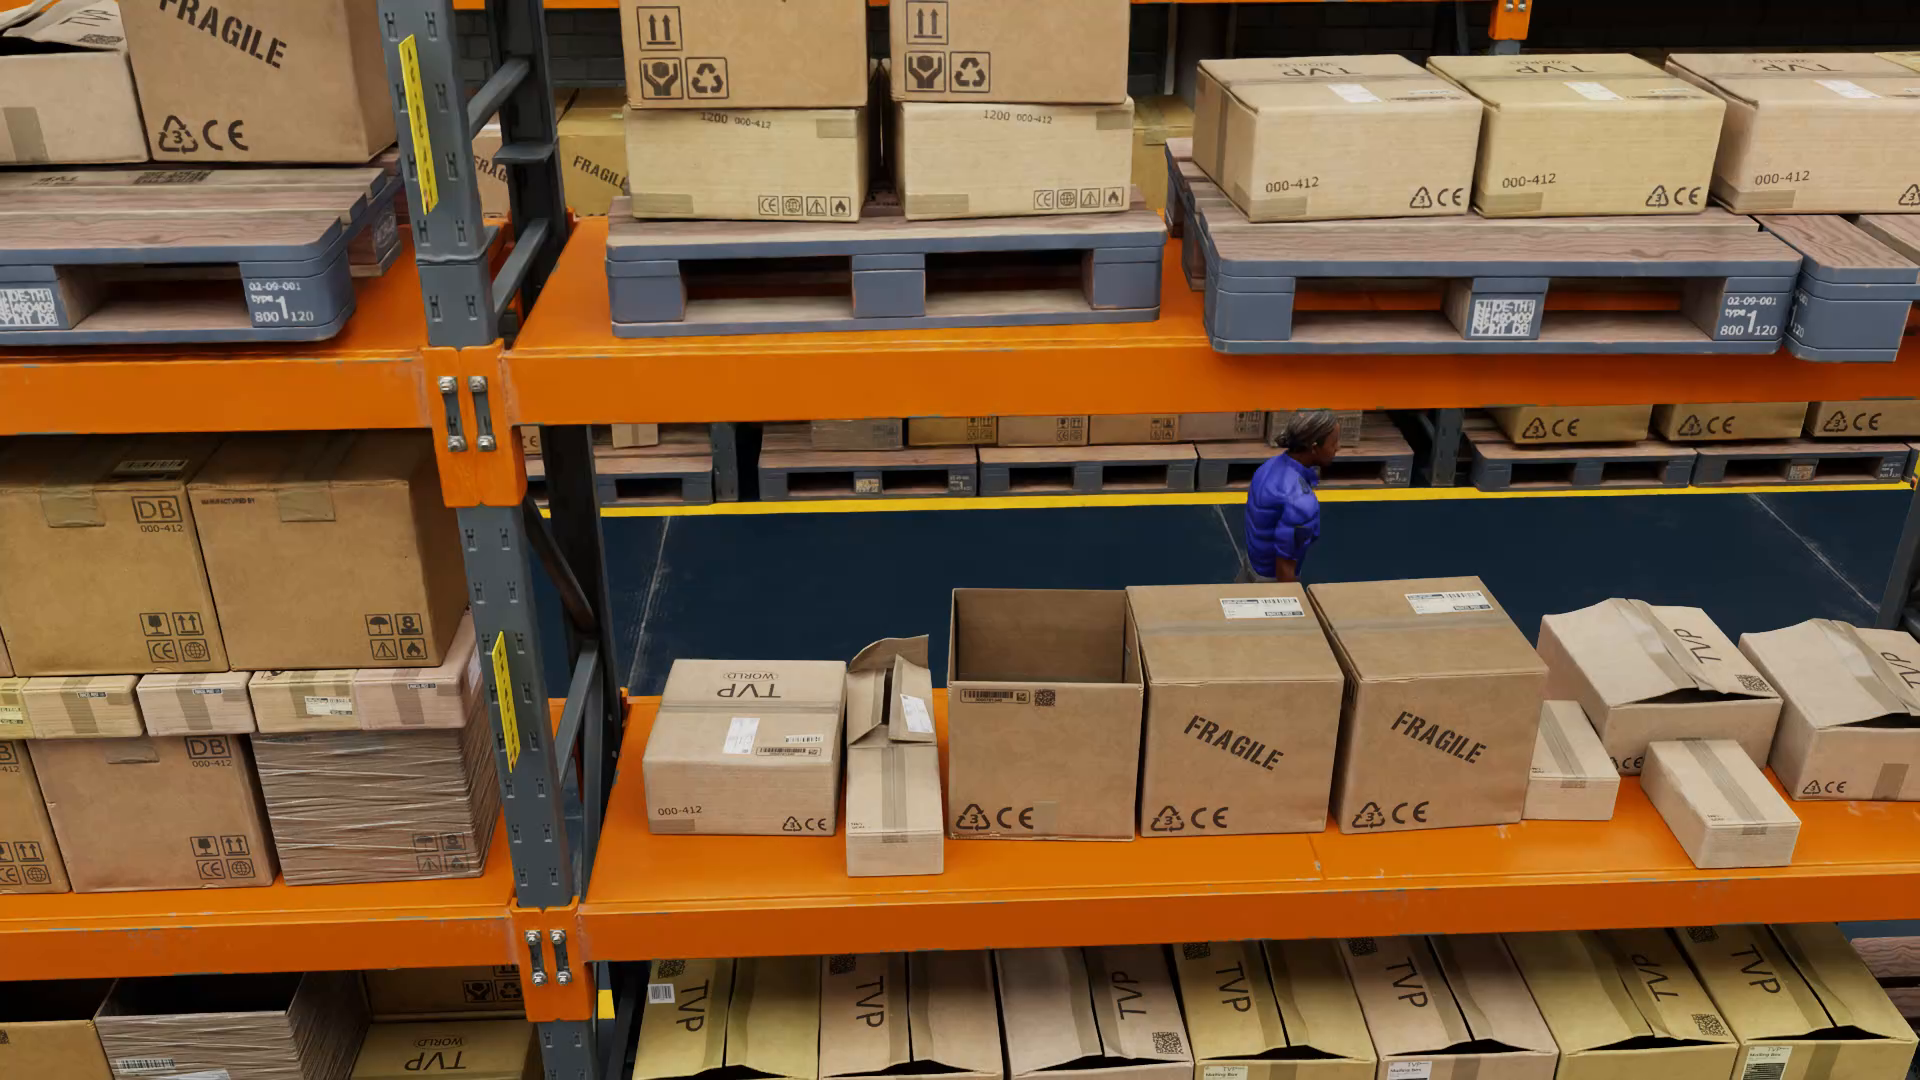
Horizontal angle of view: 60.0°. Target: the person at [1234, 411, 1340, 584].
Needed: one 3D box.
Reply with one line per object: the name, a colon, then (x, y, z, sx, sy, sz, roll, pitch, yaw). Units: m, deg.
person: (1.278, 0.245, 6.535, 0.391, 1.655, 0.509, -1, 28, -3)
